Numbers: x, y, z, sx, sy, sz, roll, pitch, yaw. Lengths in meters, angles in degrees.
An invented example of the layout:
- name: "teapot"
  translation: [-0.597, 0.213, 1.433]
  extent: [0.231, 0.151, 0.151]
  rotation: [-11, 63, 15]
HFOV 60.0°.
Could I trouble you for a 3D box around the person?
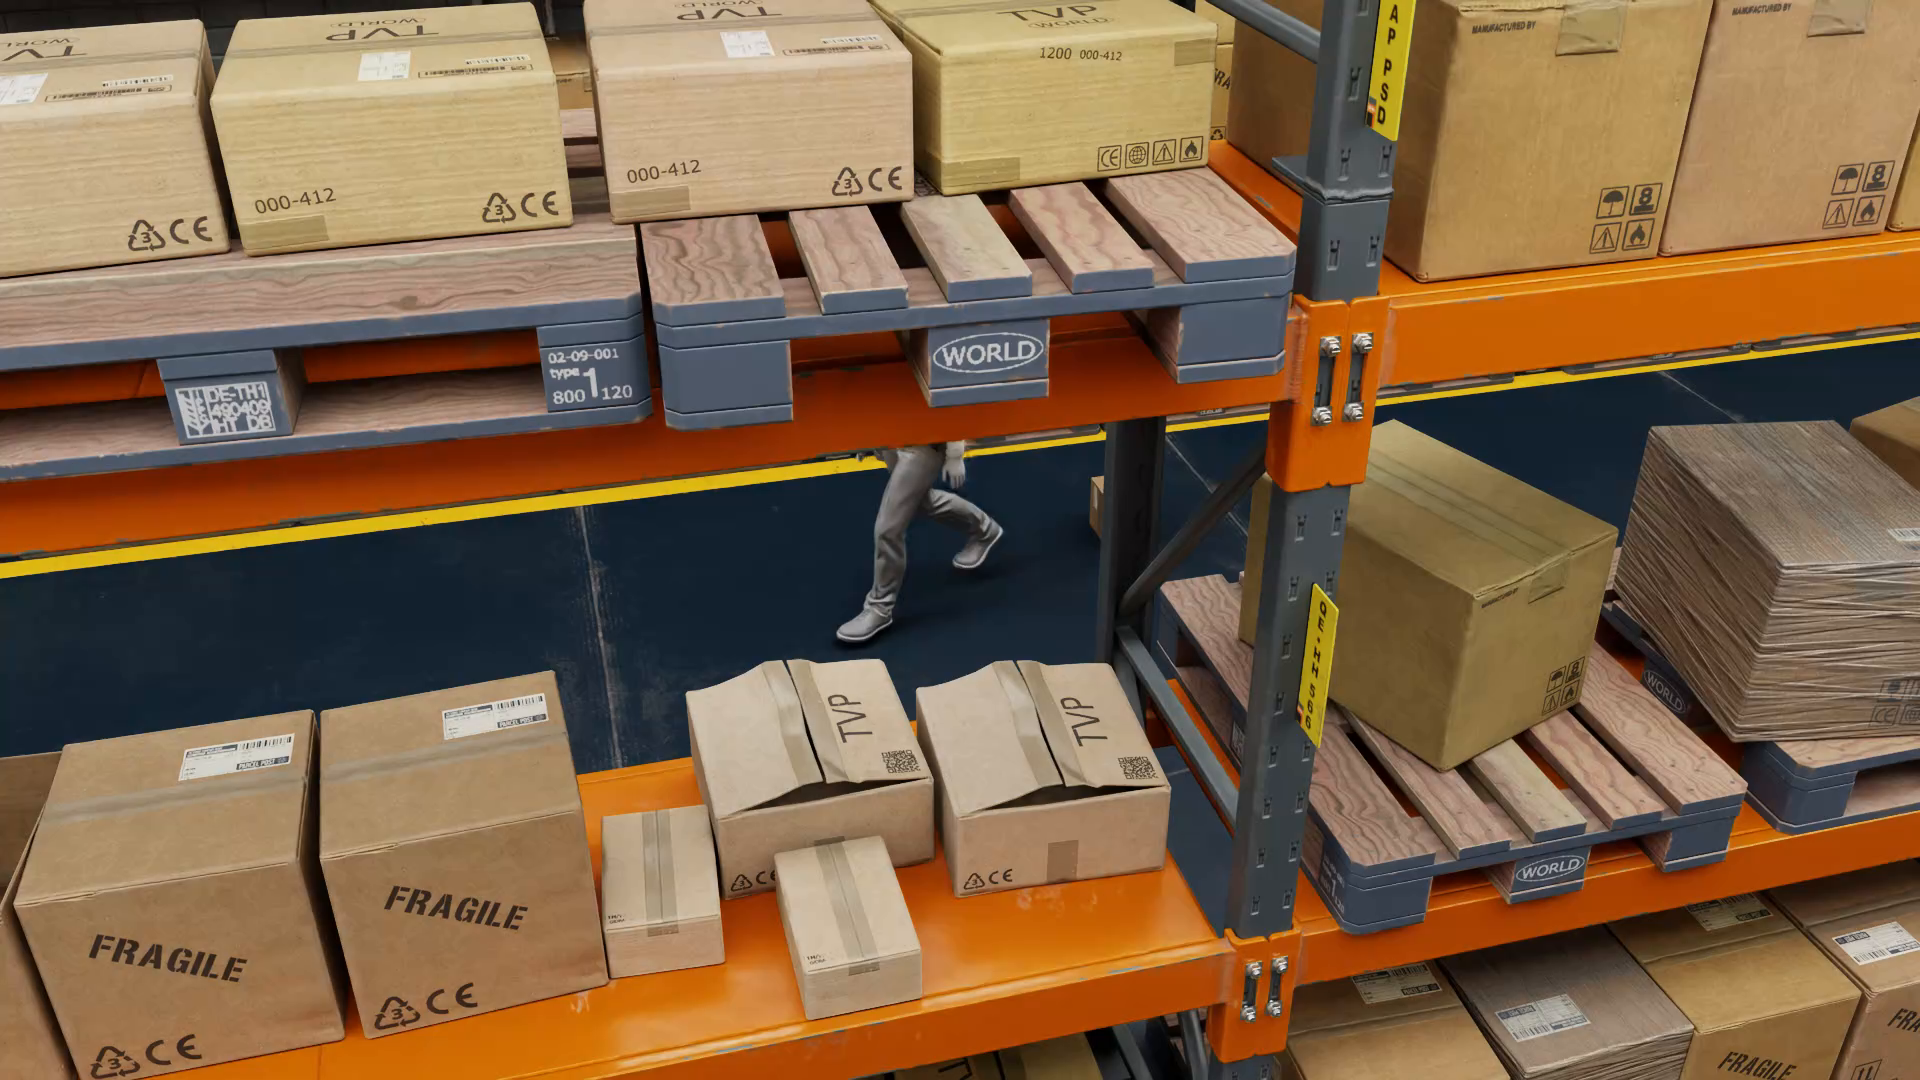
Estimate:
- name: "person"
  translation: [-0.176, -0.445, 6.864]
  extent: [0.960, 1.636, 0.503]
  rotation: [-22, 37, -32]
